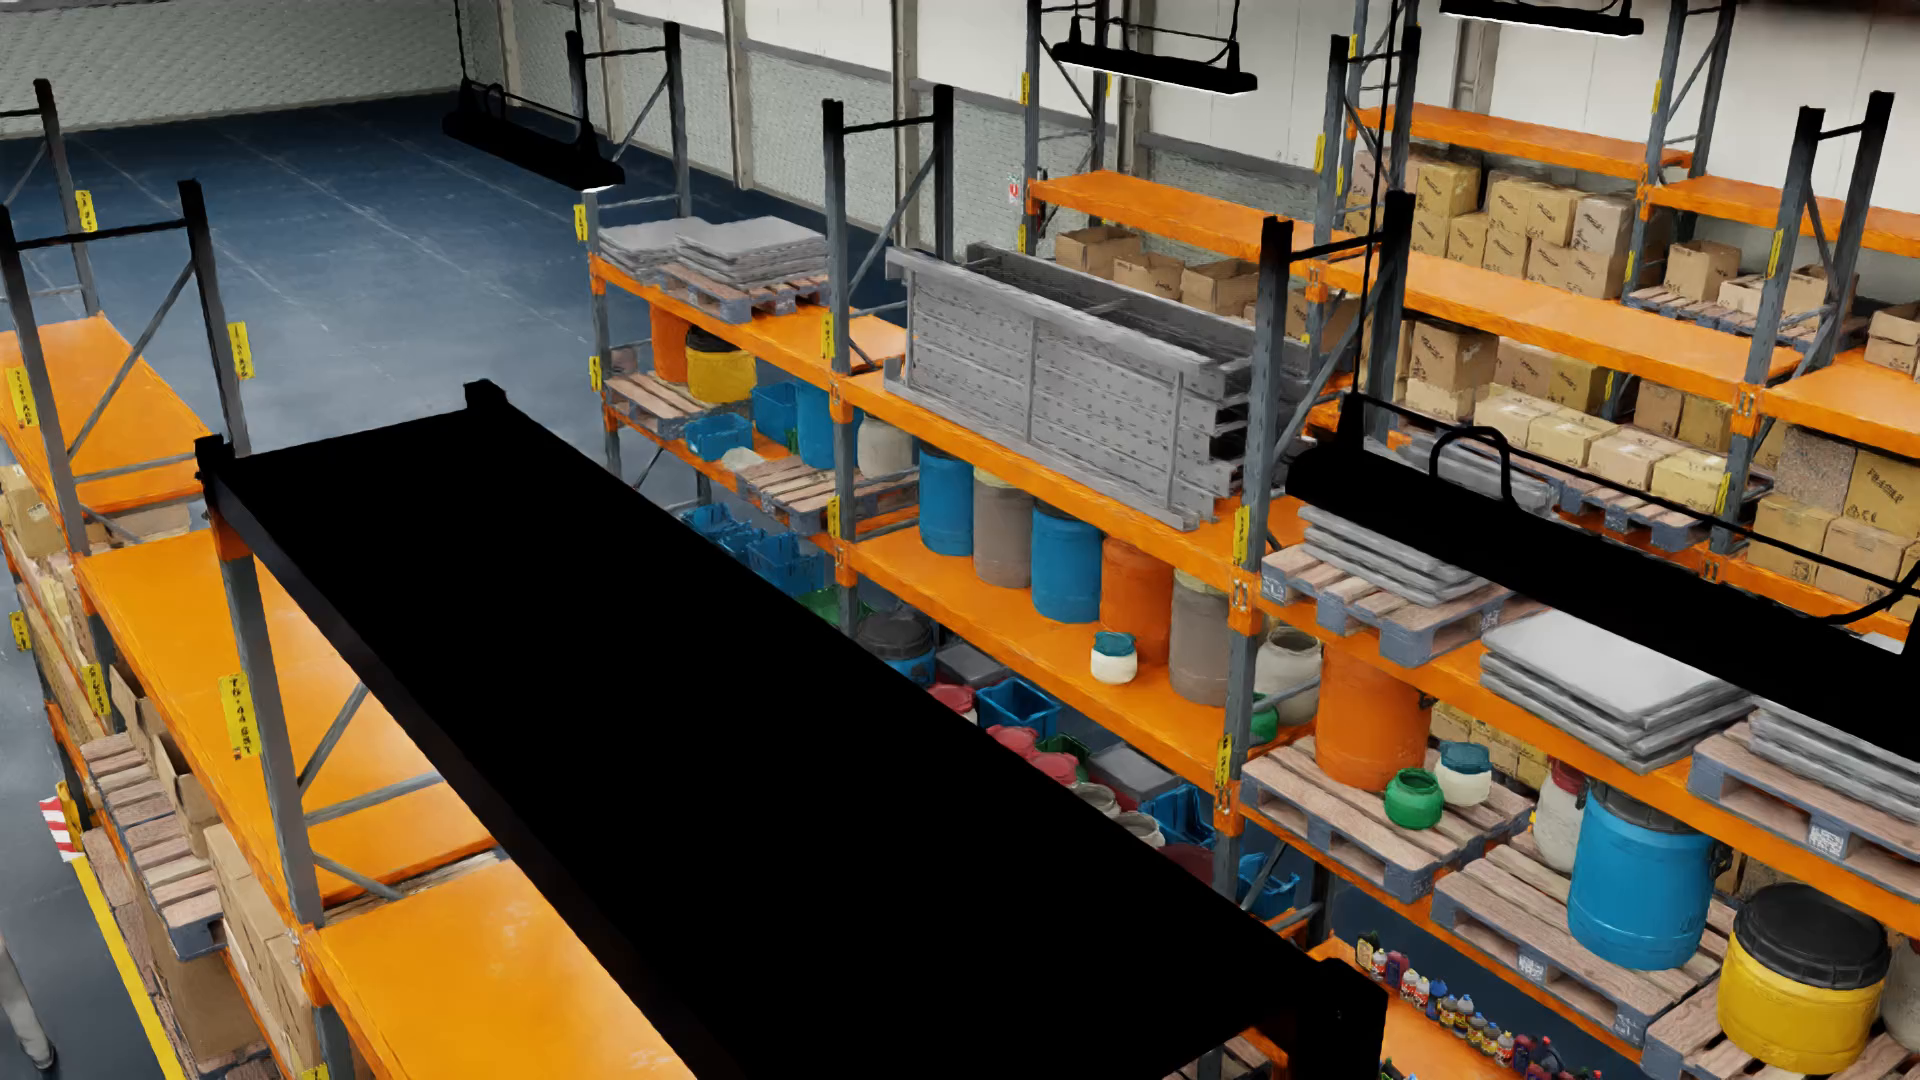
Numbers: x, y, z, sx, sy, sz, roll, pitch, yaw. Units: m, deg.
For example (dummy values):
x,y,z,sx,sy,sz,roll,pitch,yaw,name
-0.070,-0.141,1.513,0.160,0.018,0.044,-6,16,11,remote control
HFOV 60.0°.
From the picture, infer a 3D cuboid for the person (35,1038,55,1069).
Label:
x,y,z,sx,sy,sz,roll,pitch,yaw,name
-6.576,2.774,10.943,0.807,1.697,0.644,15,29,30,person
